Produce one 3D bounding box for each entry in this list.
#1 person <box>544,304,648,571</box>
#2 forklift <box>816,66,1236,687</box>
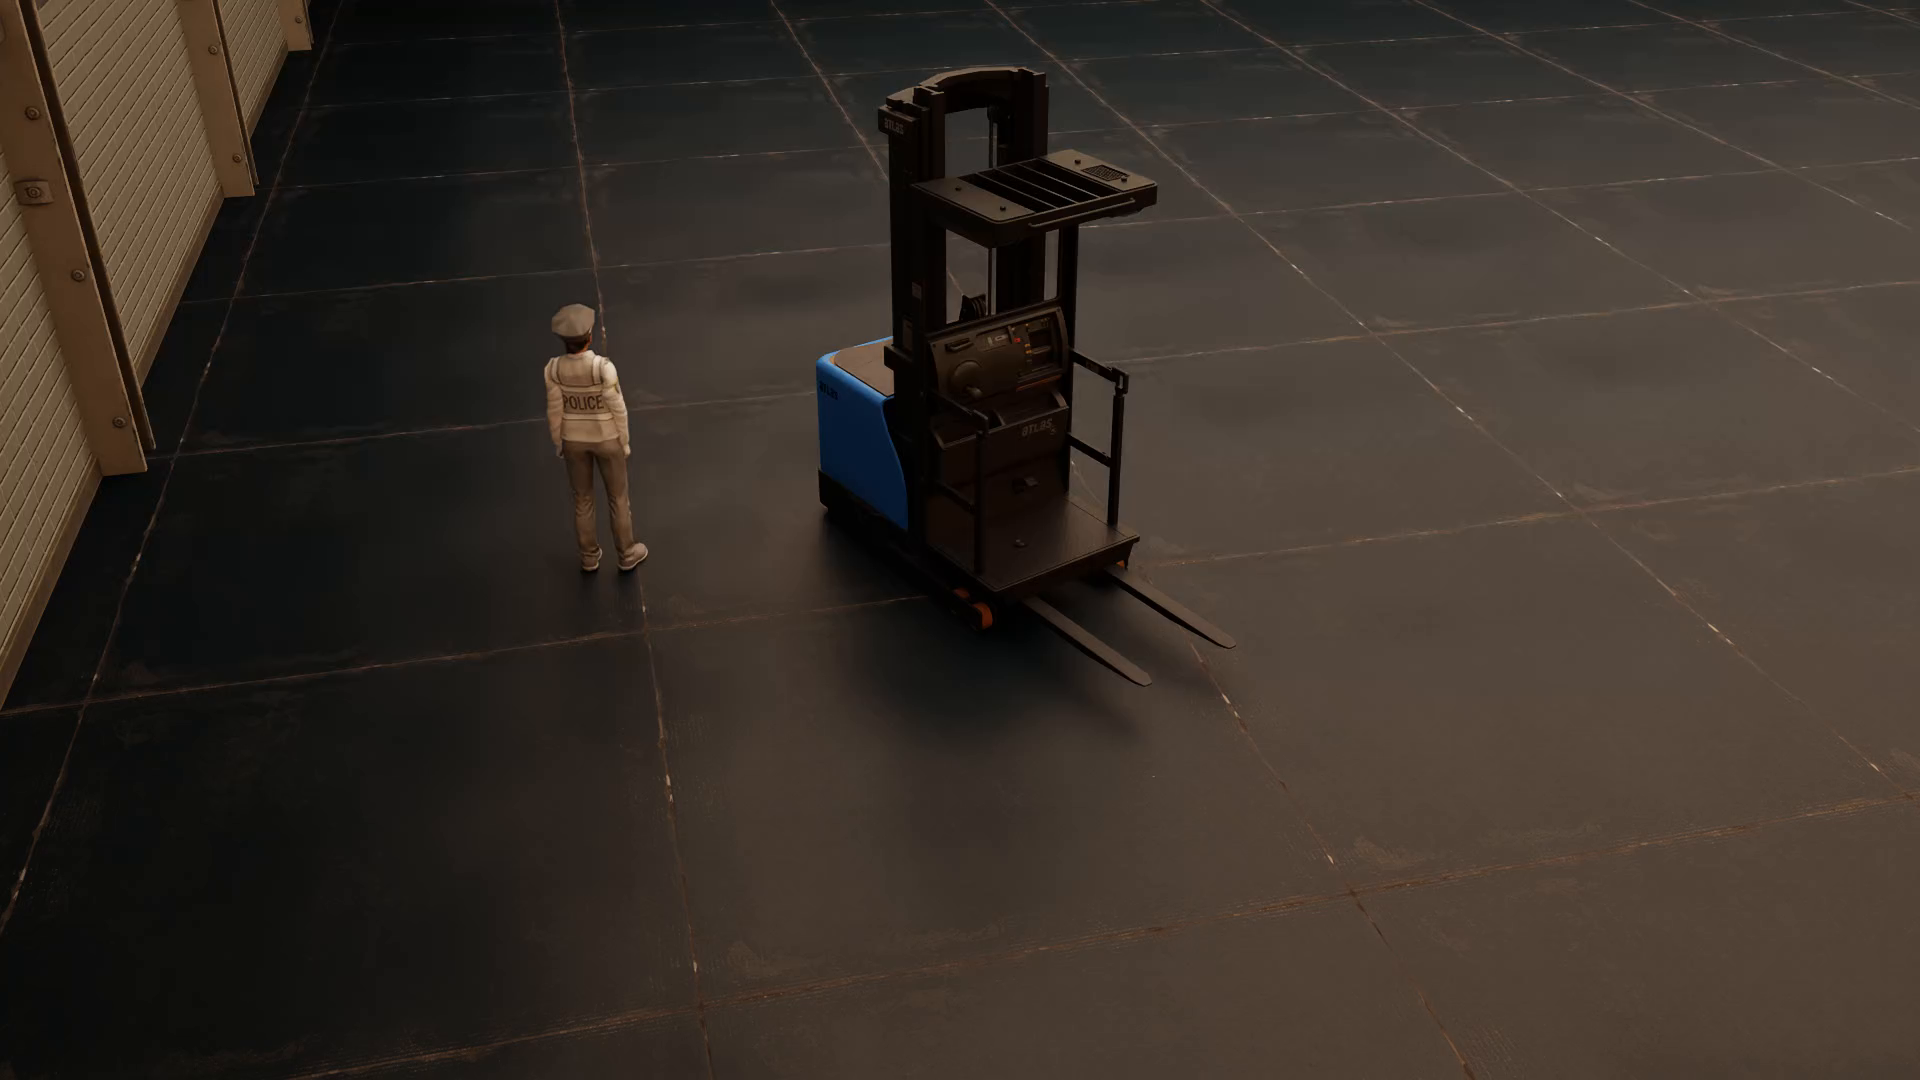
[{"bbox_3d":[-2.173,-0.586,9.829,0.459,1.694,0.351,0,30,1],"label":"person"},{"bbox_3d":[0.355,-1.021,9.338,1.130,2.935,3.031,-20,35,-30],"label":"forklift"}]
